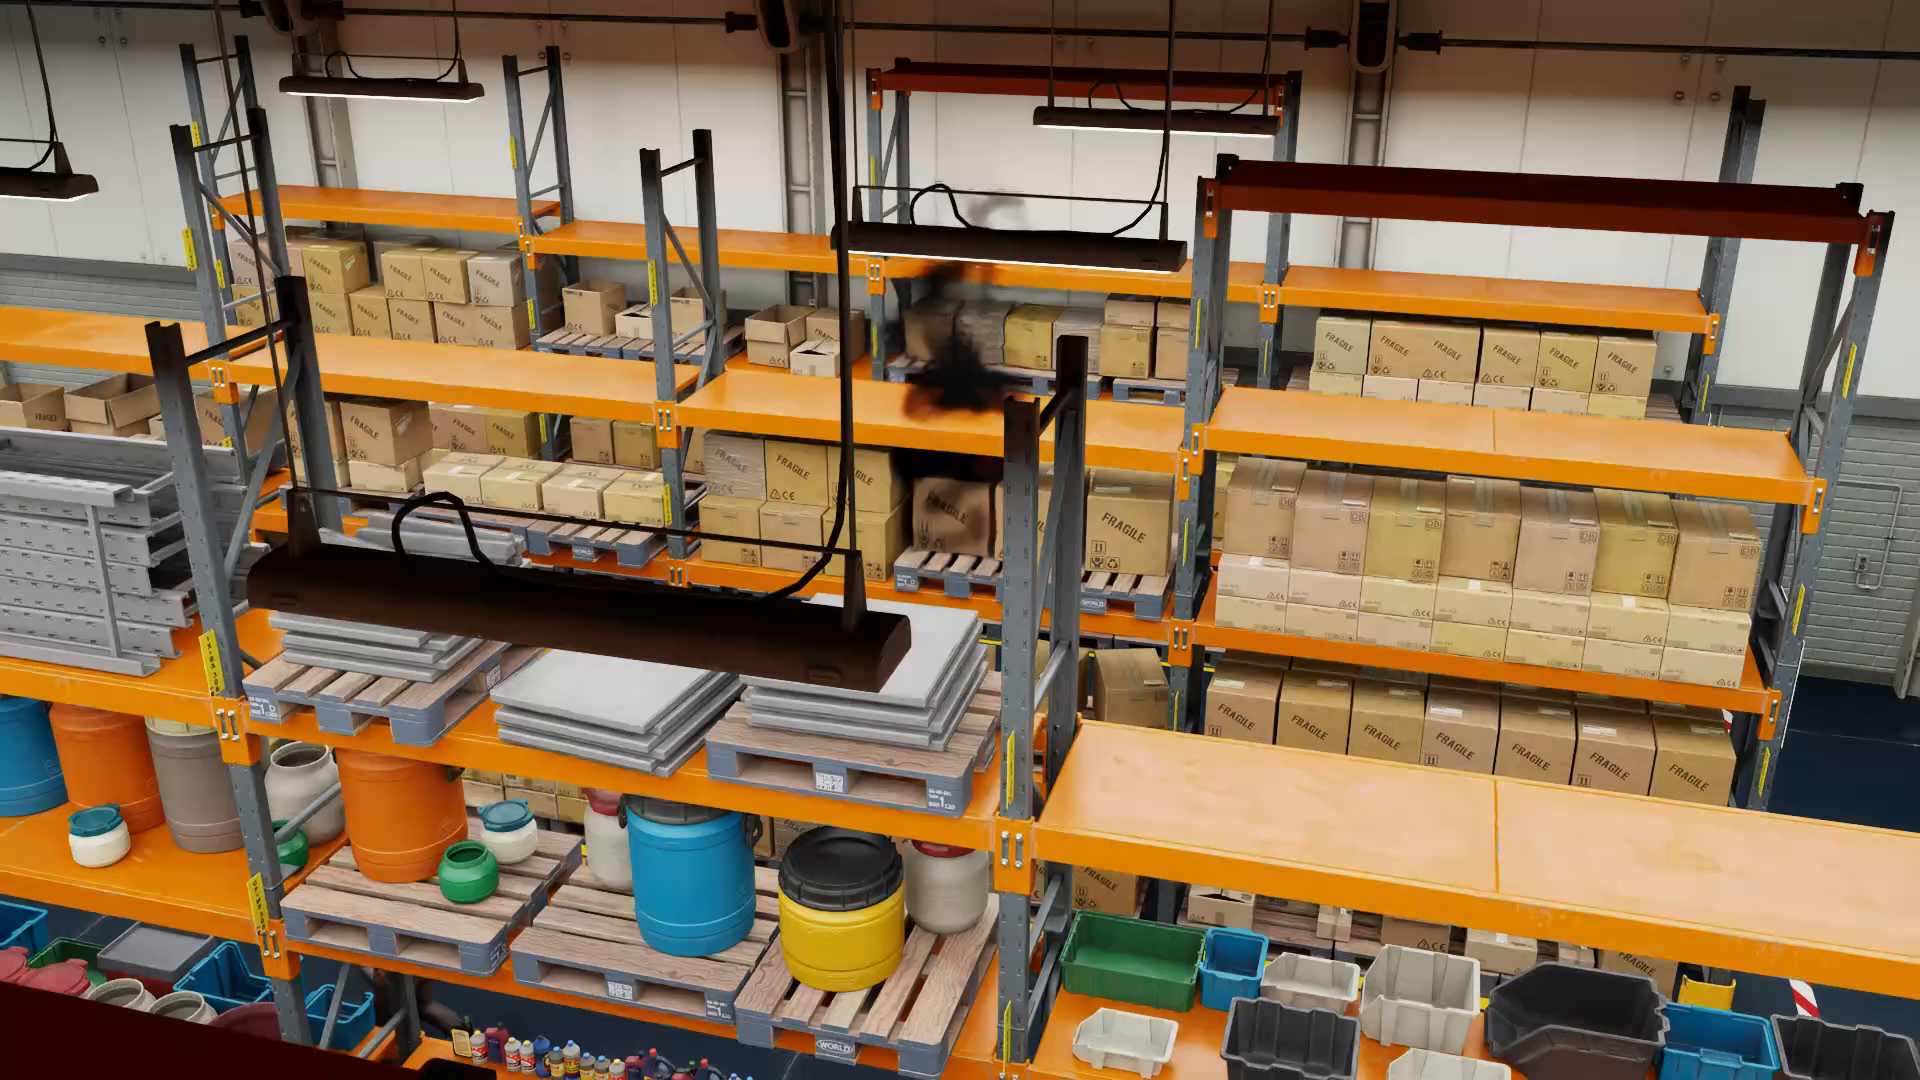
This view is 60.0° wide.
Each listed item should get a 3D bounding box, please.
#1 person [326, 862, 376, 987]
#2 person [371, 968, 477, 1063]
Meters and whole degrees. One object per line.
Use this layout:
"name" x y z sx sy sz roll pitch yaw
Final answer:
"person" -4.387 2.659 12.073 0.659 1.754 0.643 3 23 7
"person" -3.830 2.951 11.414 1.012 1.704 0.671 5 23 12
